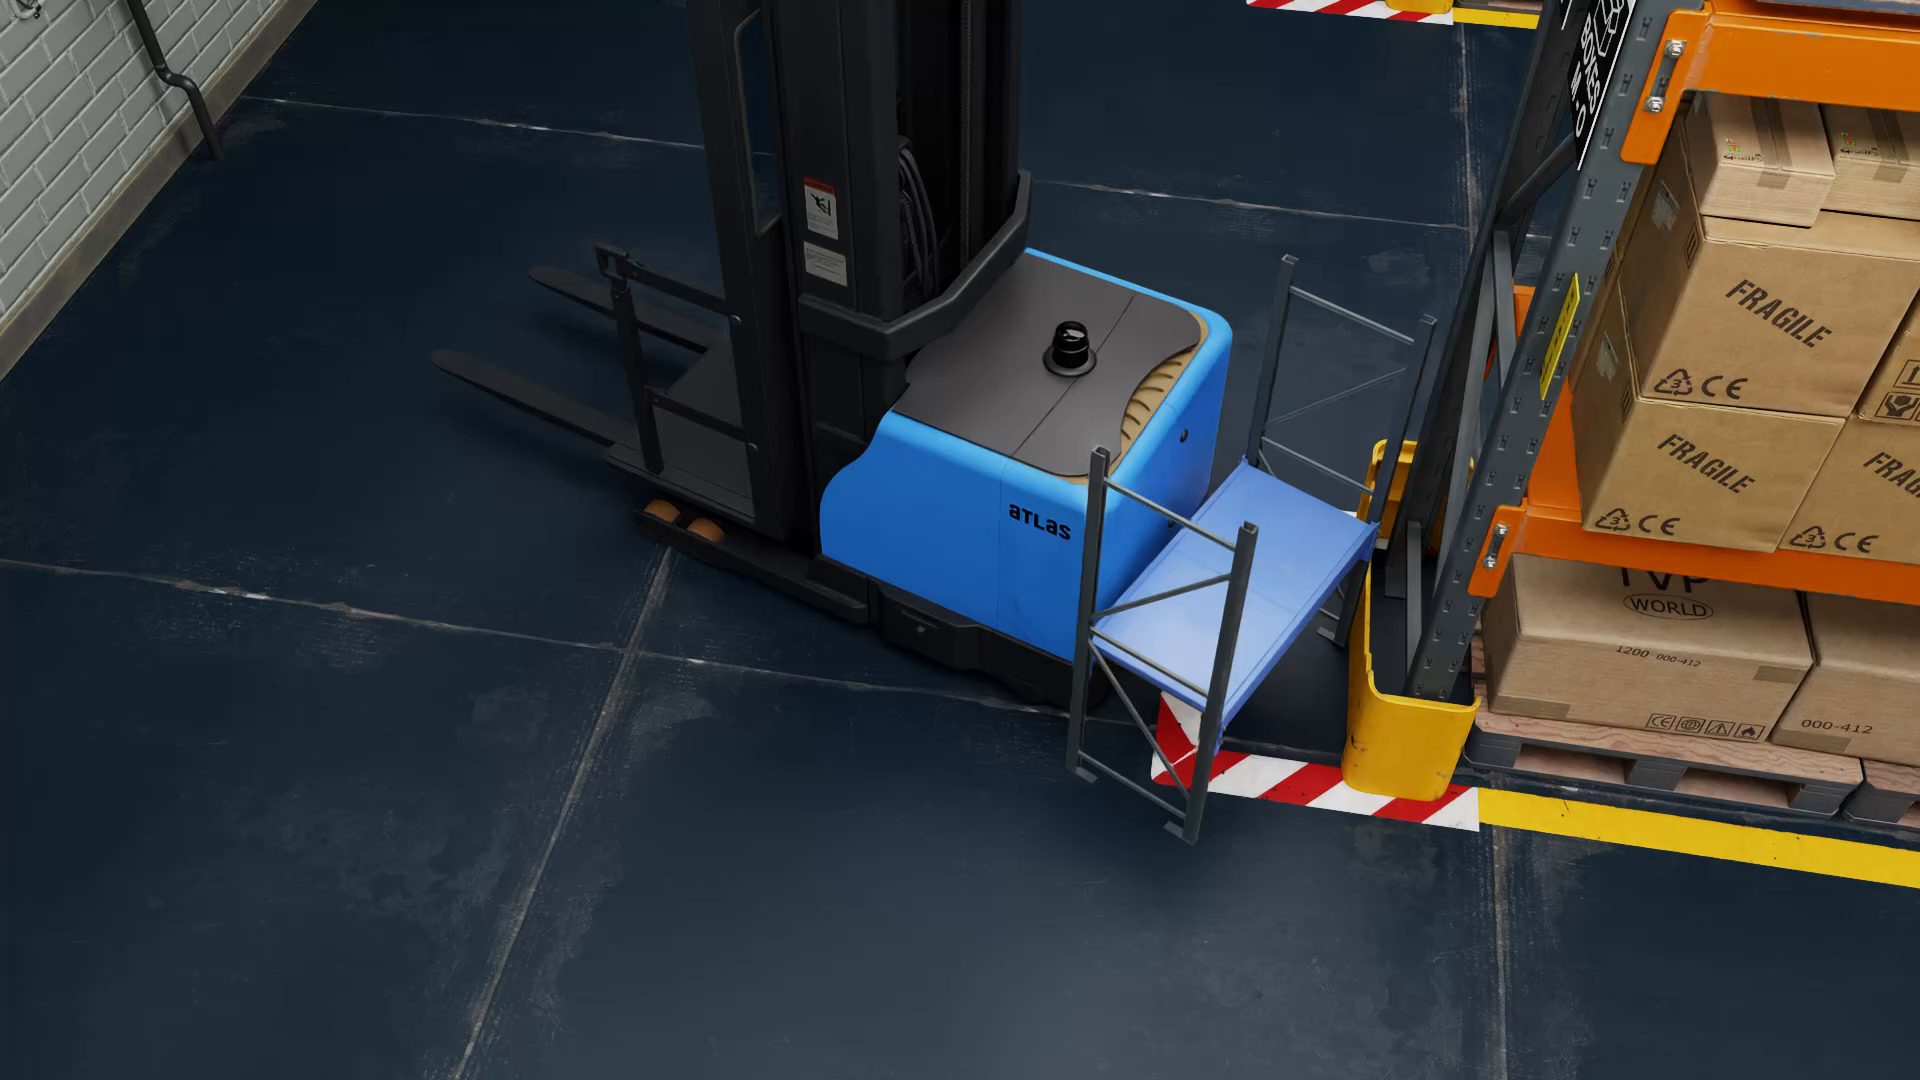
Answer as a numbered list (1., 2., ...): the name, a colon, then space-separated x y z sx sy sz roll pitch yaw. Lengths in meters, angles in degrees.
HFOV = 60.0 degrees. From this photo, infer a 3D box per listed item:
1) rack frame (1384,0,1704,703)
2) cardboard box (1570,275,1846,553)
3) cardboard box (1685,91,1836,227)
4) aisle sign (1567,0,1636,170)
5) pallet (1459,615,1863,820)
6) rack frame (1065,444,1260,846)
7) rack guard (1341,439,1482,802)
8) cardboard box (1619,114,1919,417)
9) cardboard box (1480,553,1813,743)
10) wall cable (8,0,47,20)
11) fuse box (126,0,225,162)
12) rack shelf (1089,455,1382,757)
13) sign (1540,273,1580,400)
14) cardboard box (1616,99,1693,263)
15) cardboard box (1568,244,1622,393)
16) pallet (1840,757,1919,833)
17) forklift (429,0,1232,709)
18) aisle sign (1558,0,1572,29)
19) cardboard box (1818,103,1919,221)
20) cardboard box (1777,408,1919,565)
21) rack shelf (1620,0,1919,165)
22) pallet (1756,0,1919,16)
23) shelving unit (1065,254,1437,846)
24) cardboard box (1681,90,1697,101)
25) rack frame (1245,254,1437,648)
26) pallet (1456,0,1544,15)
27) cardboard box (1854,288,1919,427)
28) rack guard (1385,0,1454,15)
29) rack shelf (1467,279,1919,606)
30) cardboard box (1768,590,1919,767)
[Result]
1. rack frame: 1.559 -0.580 4.755 0.127 3.000 1.000 8 49 7
2. cardboard box: 1.981 -0.340 4.472 0.500 0.500 0.500 7 48 7
3. cardboard box: 1.859 -0.915 3.880 0.250 0.149 0.380 9 49 8
4. aisle sign: 1.437 -1.247 3.606 0.004 0.787 0.394 8 49 7
5. pallet: 2.360 0.400 5.749 1.213 0.211 1.003 8 49 7
6. rack frame: 0.560 0.365 4.914 0.500 1.500 0.032 29 54 24
7. rack guard: 1.536 0.252 5.688 0.348 0.500 1.175 8 49 7
8. cardboard box: 1.981 -0.676 4.101 0.500 0.500 0.500 7 48 6
9. cardboard box: 2.227 0.150 5.539 0.875 0.438 0.875 6 48 6
10. wall cable: -3.753 -2.689 5.966 0.122 1.984 0.588 8 49 7
11. fuse box: -3.477 -2.397 7.253 0.414 1.711 0.539 8 49 7
12. rack shelf: 0.866 0.183 5.319 0.538 0.185 1.000 29 54 24
13. sign: 1.455 -0.491 4.039 0.005 0.325 0.100 8 49 7
14. cardboard box: 2.076 -1.059 4.445 0.500 0.500 0.500 9 49 8
15. cardboard box: 2.081 -0.744 4.835 0.500 0.500 0.500 8 49 7
16. pallet: 3.557 0.563 5.602 1.213 0.211 1.003 8 49 7
17. forklift: -0.626 -1.218 5.374 3.031 2.935 1.130 23 52 19
18. aisle sign: 1.544 -1.686 4.000 0.004 0.787 0.394 8 49 7
19. cardboard box: 2.130 -0.933 3.896 0.250 0.149 0.380 9 49 8
20. cardboard box: 2.483 -0.294 4.430 0.500 0.500 0.500 7 48 6
21. rack shelf: 3.527 -1.078 3.669 4.000 0.370 1.077 8 49 7
22. pallet: 2.291 -1.463 3.591 1.213 0.211 1.003 8 49 7
23. shelving unit: 0.866 0.063 5.185 0.538 1.500 1.048 29 54 24
24. cardboard box: 1.948 -1.264 4.194 0.250 0.149 0.380 8 49 7
25. rack frame: 1.172 -0.239 5.457 0.500 1.500 0.032 29 54 24
26. pallet: 3.298 -3.167 8.954 1.213 0.211 1.003 8 49 7
27. cardboard box: 2.491 -0.613 4.045 0.500 0.500 0.500 6 48 6
28. rack guard: 2.513 -3.369 8.941 0.348 0.500 1.175 8 49 7
29. rack shelf: 3.527 -0.075 4.785 4.000 0.370 1.077 8 49 7
30. cardboard box: 3.129 0.265 5.436 0.875 0.438 0.875 9 49 8
